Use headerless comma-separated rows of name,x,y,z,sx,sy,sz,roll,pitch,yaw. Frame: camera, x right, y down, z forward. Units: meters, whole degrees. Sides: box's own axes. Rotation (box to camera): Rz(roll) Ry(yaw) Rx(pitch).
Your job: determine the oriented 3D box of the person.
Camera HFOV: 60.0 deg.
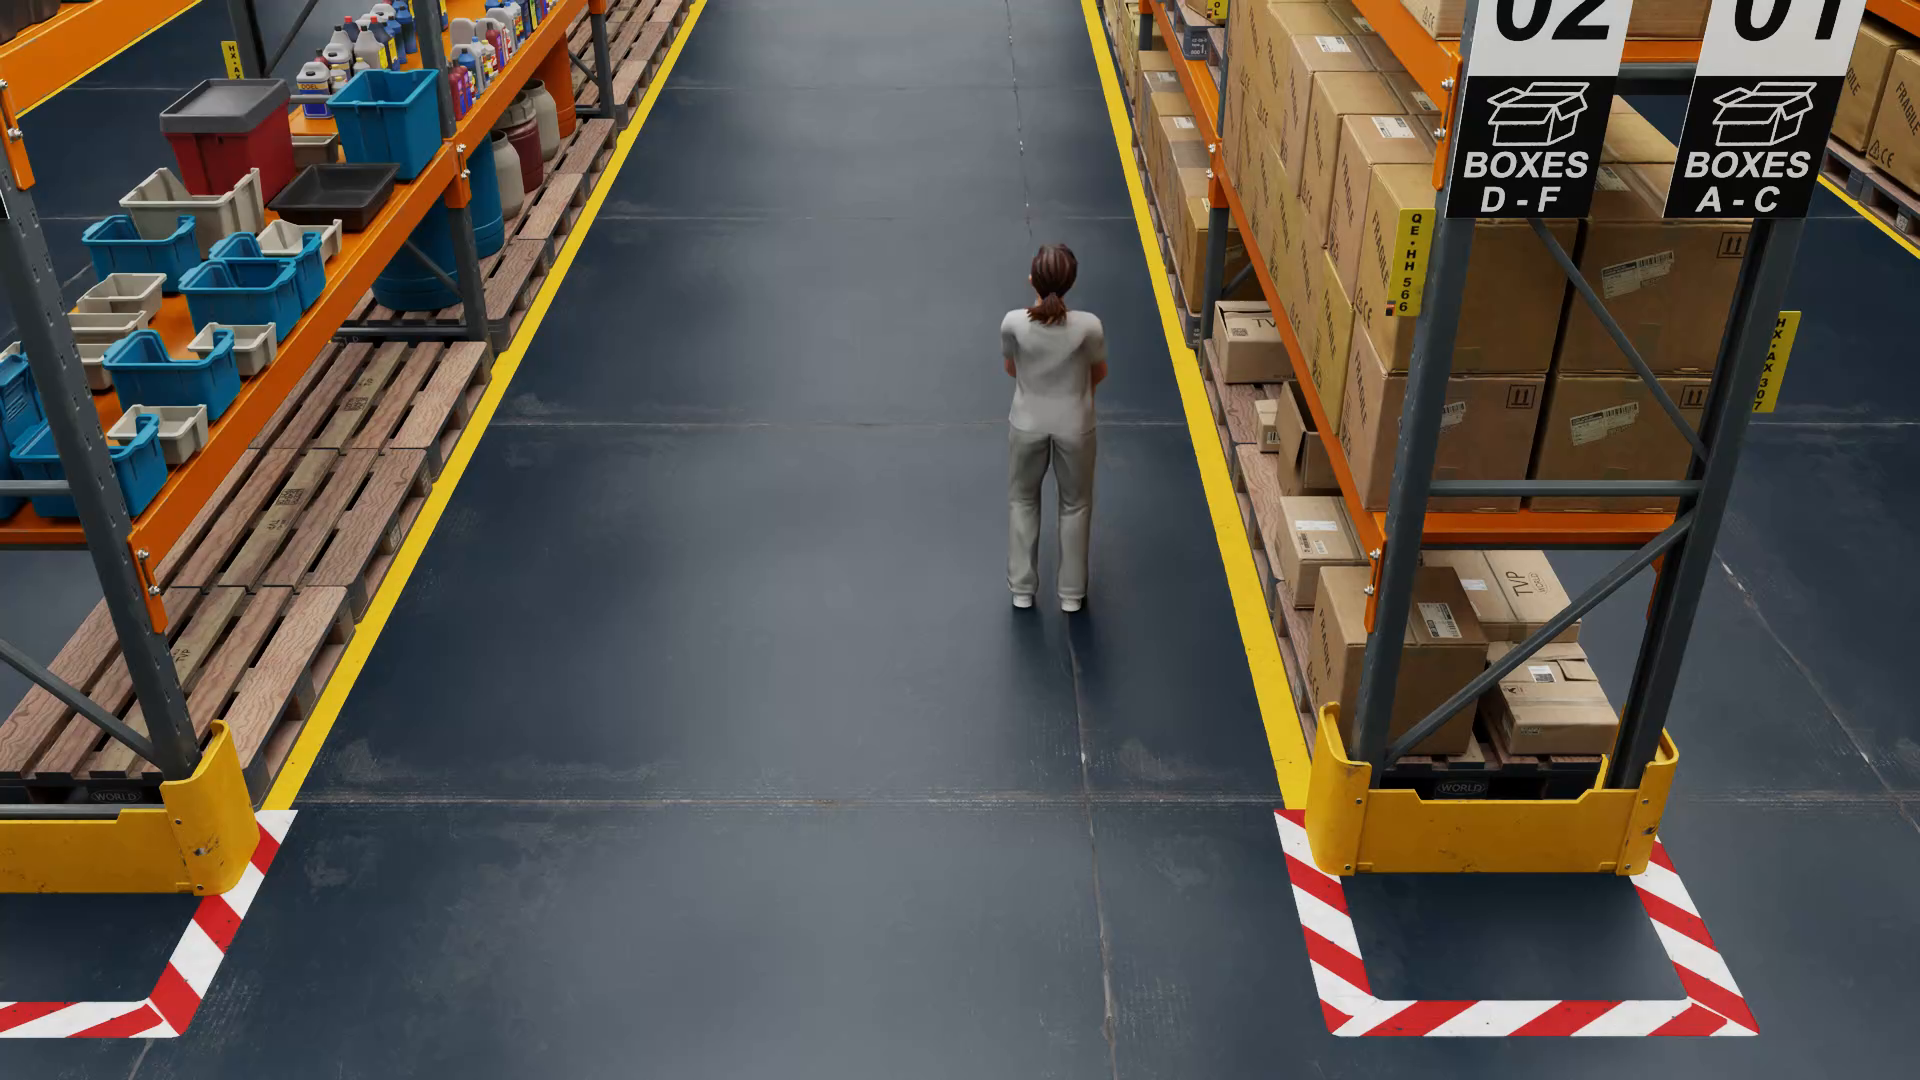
person,0.389,-0.492,6.946,0.436,1.666,0.554,4,32,7
